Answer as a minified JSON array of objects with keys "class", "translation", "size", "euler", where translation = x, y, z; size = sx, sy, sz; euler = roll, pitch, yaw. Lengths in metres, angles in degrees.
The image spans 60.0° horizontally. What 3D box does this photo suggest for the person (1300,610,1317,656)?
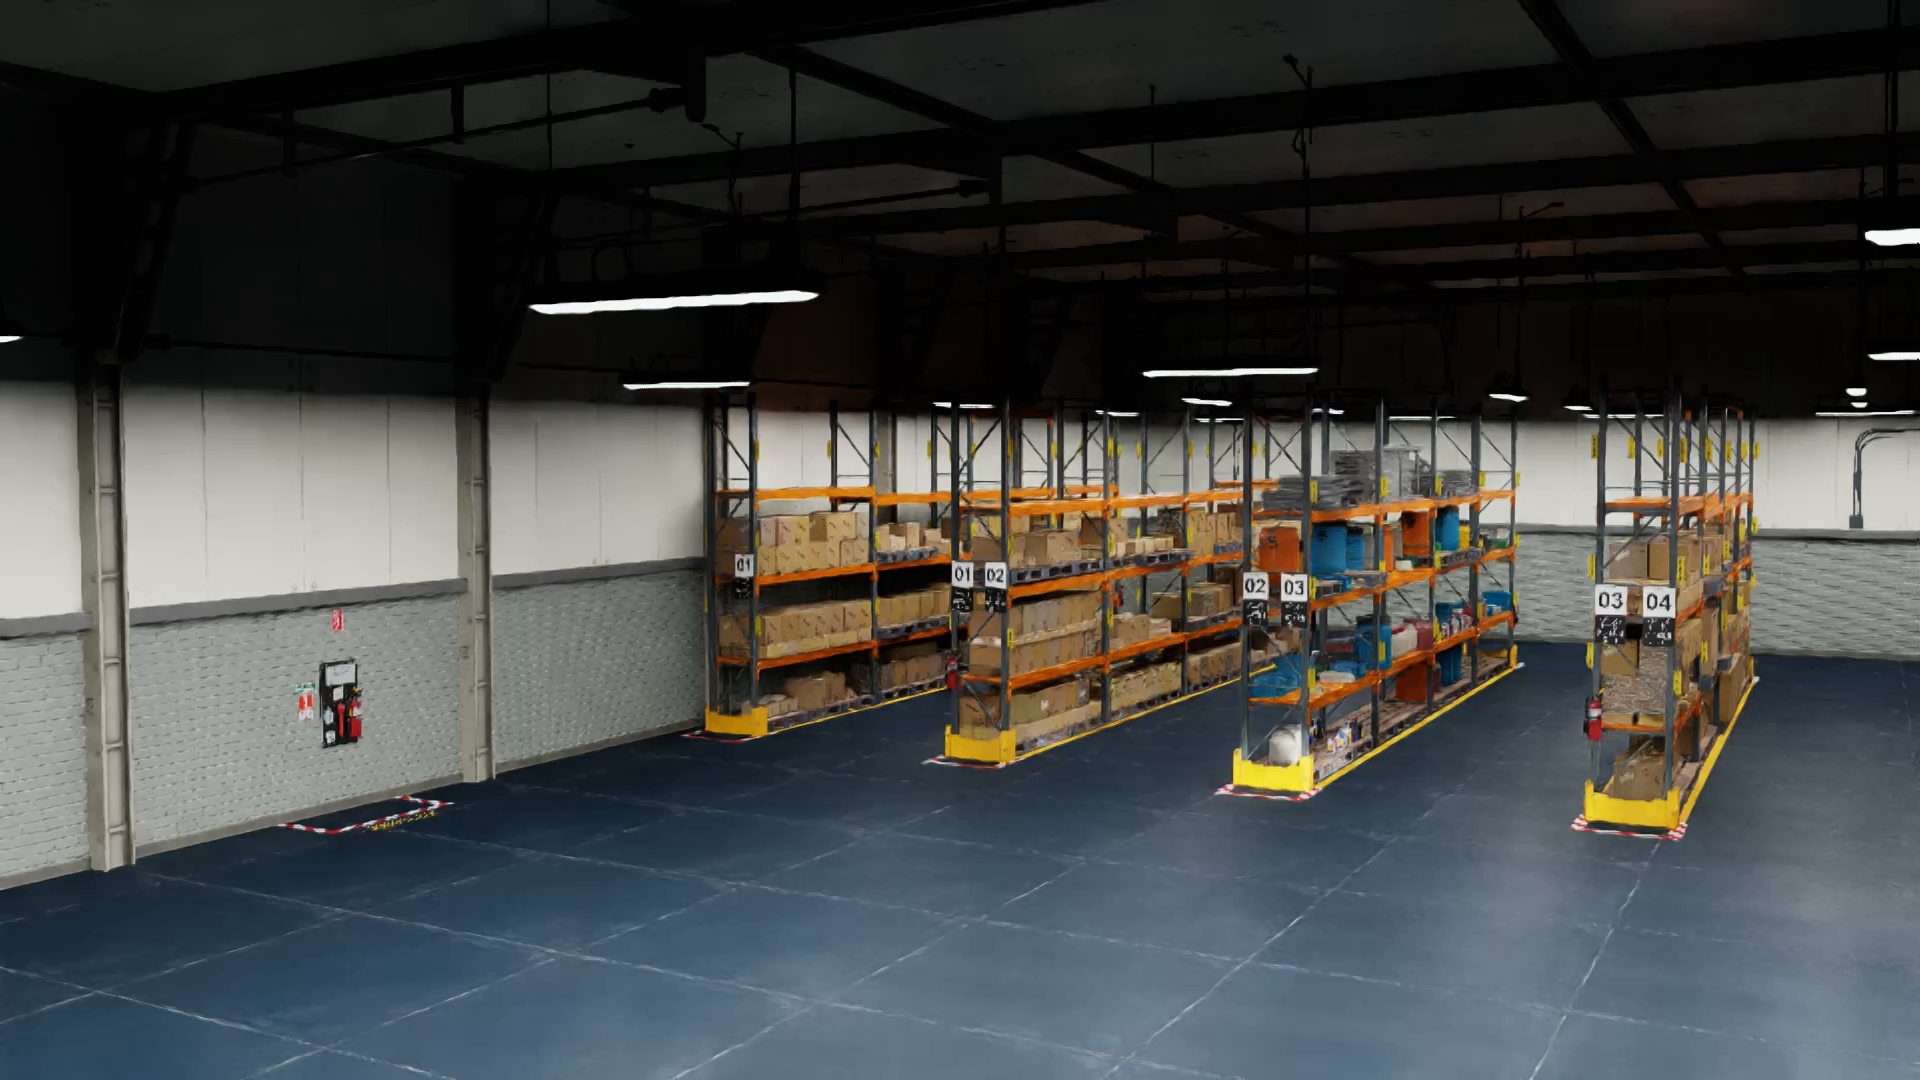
[{"class":"person","translation":[7.969,2.069,37.985],"size":[0.385,1.729,0.654],"euler":[1,3,19]}]
